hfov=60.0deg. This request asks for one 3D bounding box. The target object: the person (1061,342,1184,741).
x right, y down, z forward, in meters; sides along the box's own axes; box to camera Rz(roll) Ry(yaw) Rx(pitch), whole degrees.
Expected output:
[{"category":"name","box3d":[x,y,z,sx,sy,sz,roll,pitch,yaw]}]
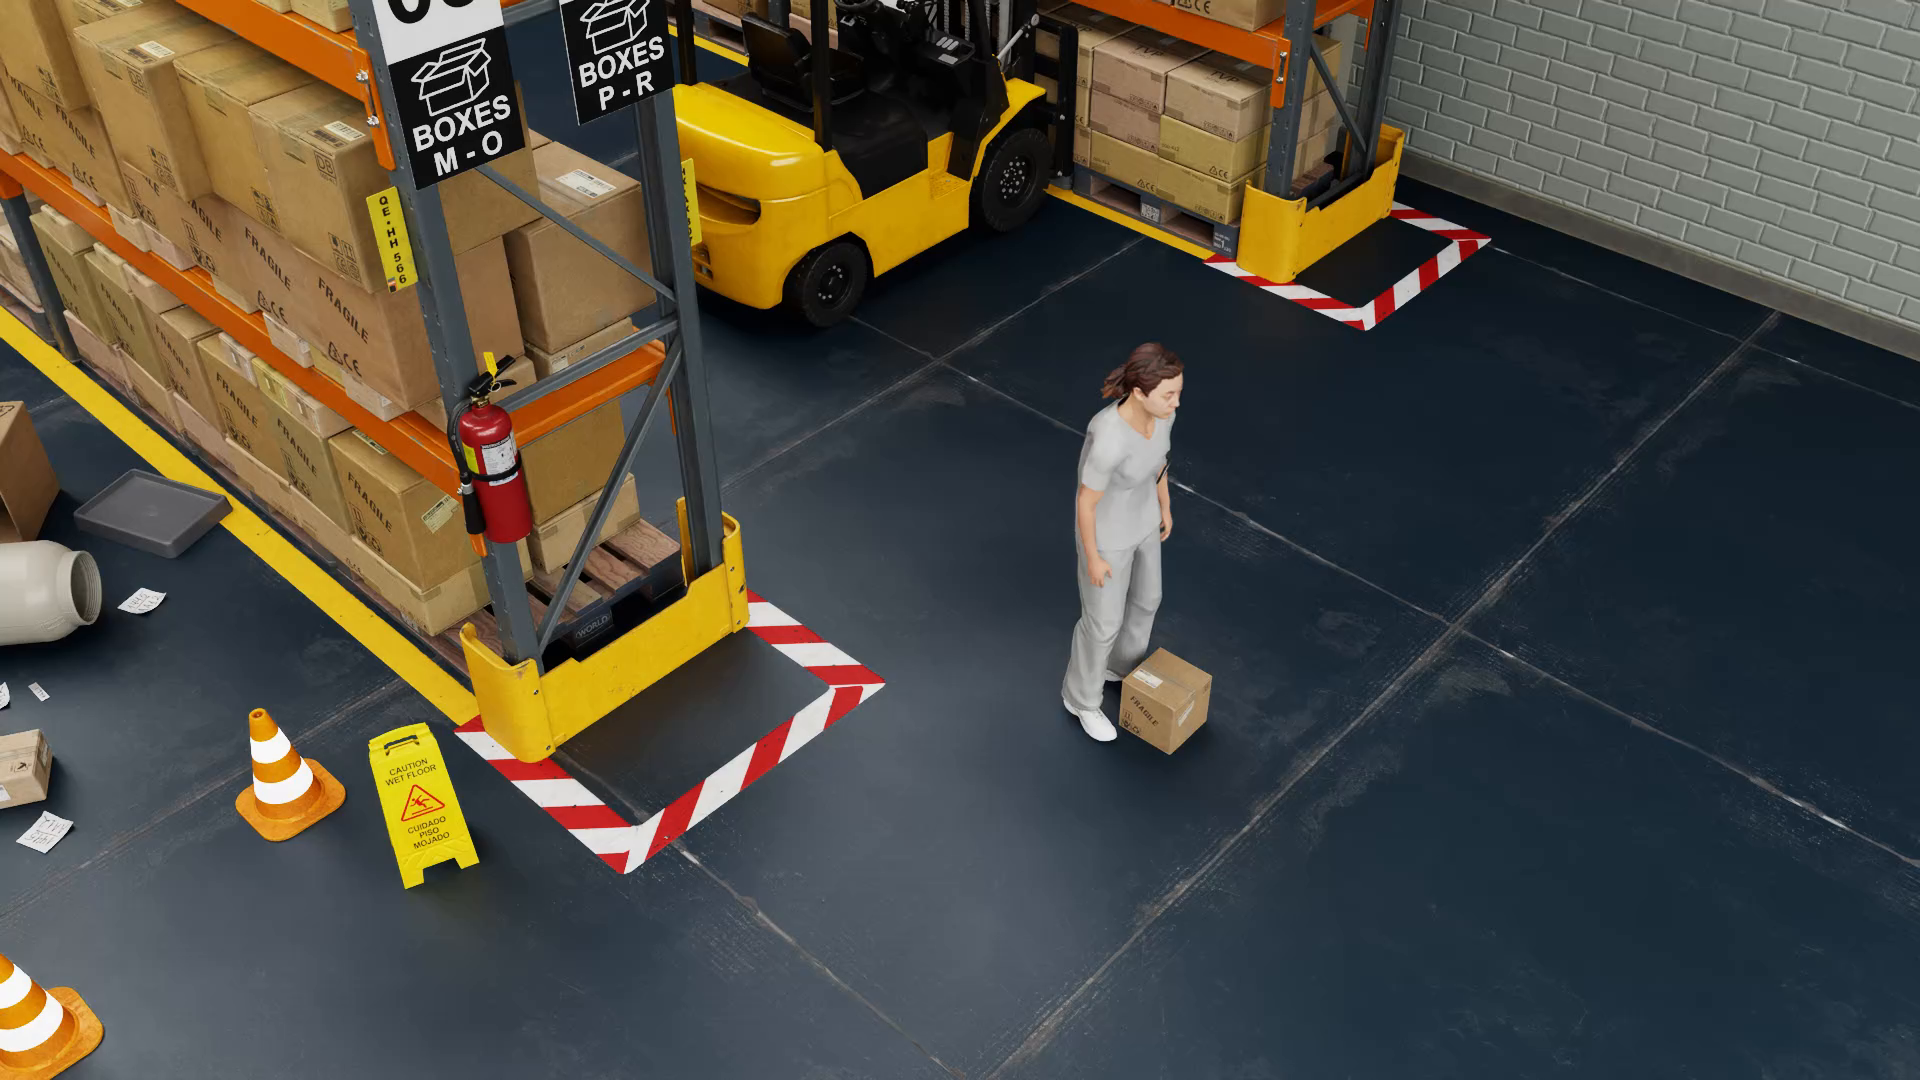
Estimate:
[{"category":"person","box3d":[0.613,-0.021,6.181,0.354,1.673,0.490,30,48,31]}]
